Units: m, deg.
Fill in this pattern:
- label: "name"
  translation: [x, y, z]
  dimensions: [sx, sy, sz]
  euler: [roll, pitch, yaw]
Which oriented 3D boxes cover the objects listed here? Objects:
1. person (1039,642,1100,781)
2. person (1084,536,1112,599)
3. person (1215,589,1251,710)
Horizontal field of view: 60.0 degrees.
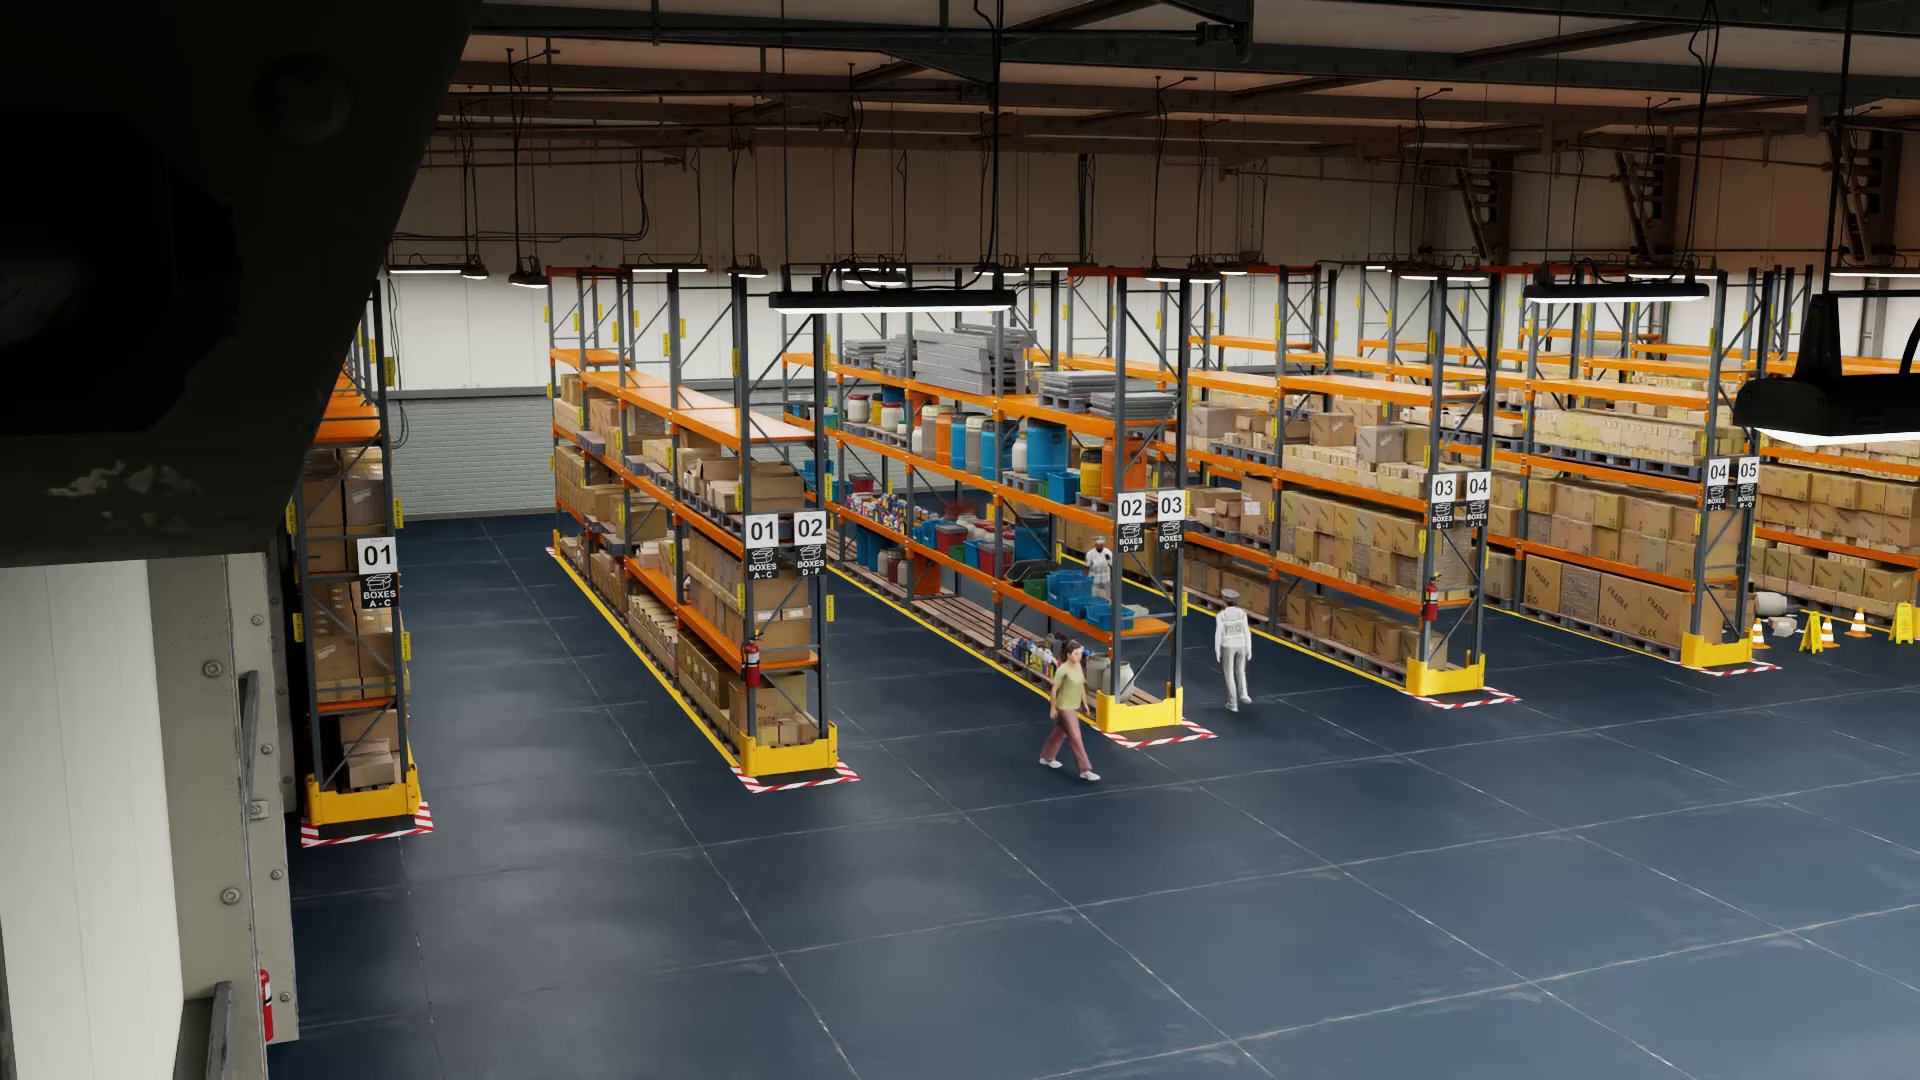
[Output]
- label: "person"
  translation: [1.368, 2.032, 20.168]
  dimensions: [0.975, 1.617, 0.483]
  euler: [6, 12, 32]
- label: "person"
  translation: [2.328, 0.701, 27.918]
  dimensions: [0.507, 1.654, 0.594]
  euler: [-2, 10, -9]
- label: "person"
  translation: [3.783, 1.529, 23.047]
  dimensions: [0.523, 1.667, 0.462]
  euler: [-2, 10, -10]
